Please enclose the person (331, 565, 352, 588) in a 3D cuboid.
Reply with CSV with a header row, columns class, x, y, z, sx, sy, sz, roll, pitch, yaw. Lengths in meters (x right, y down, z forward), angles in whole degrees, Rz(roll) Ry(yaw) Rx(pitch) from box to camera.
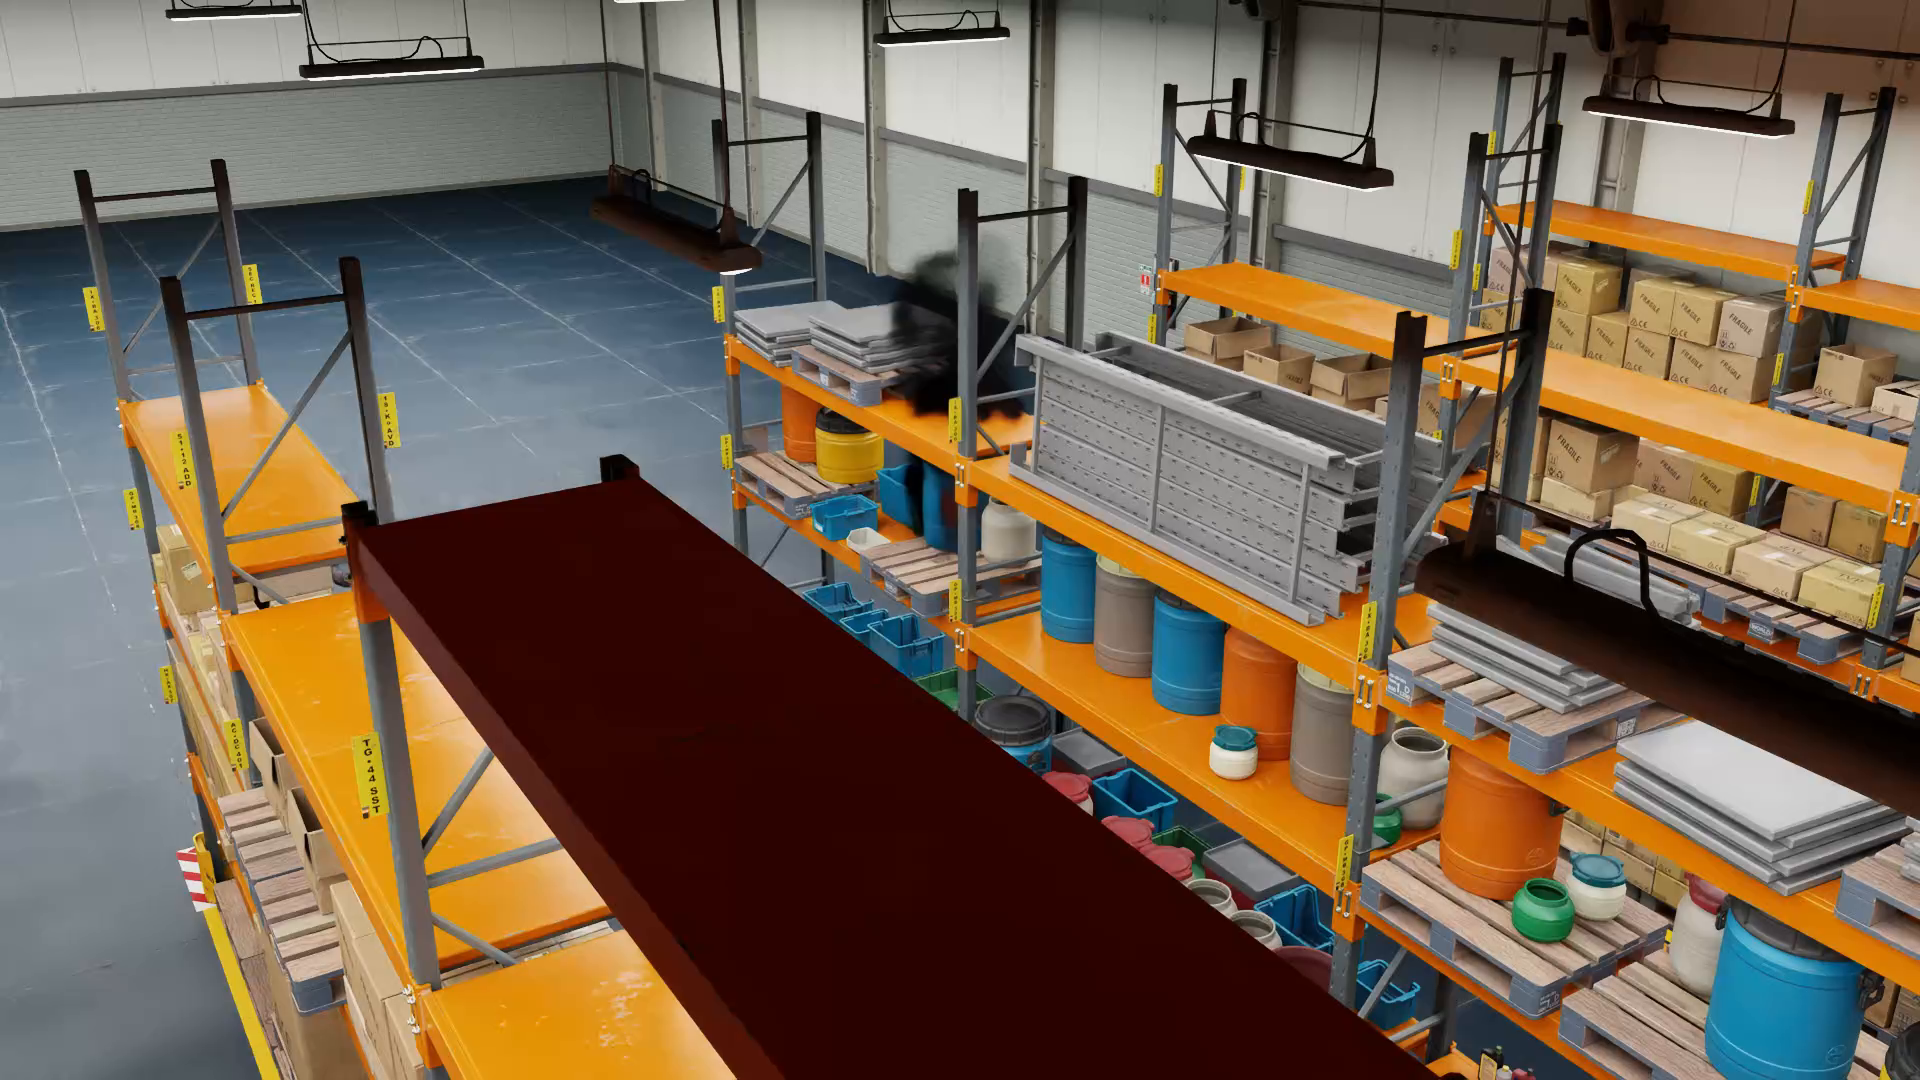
class,x,y,z,sx,sy,sz,roll,pitch,yaw
person,-7.202,0.079,18.916,0.752,1.697,0.657,-4,22,-10
